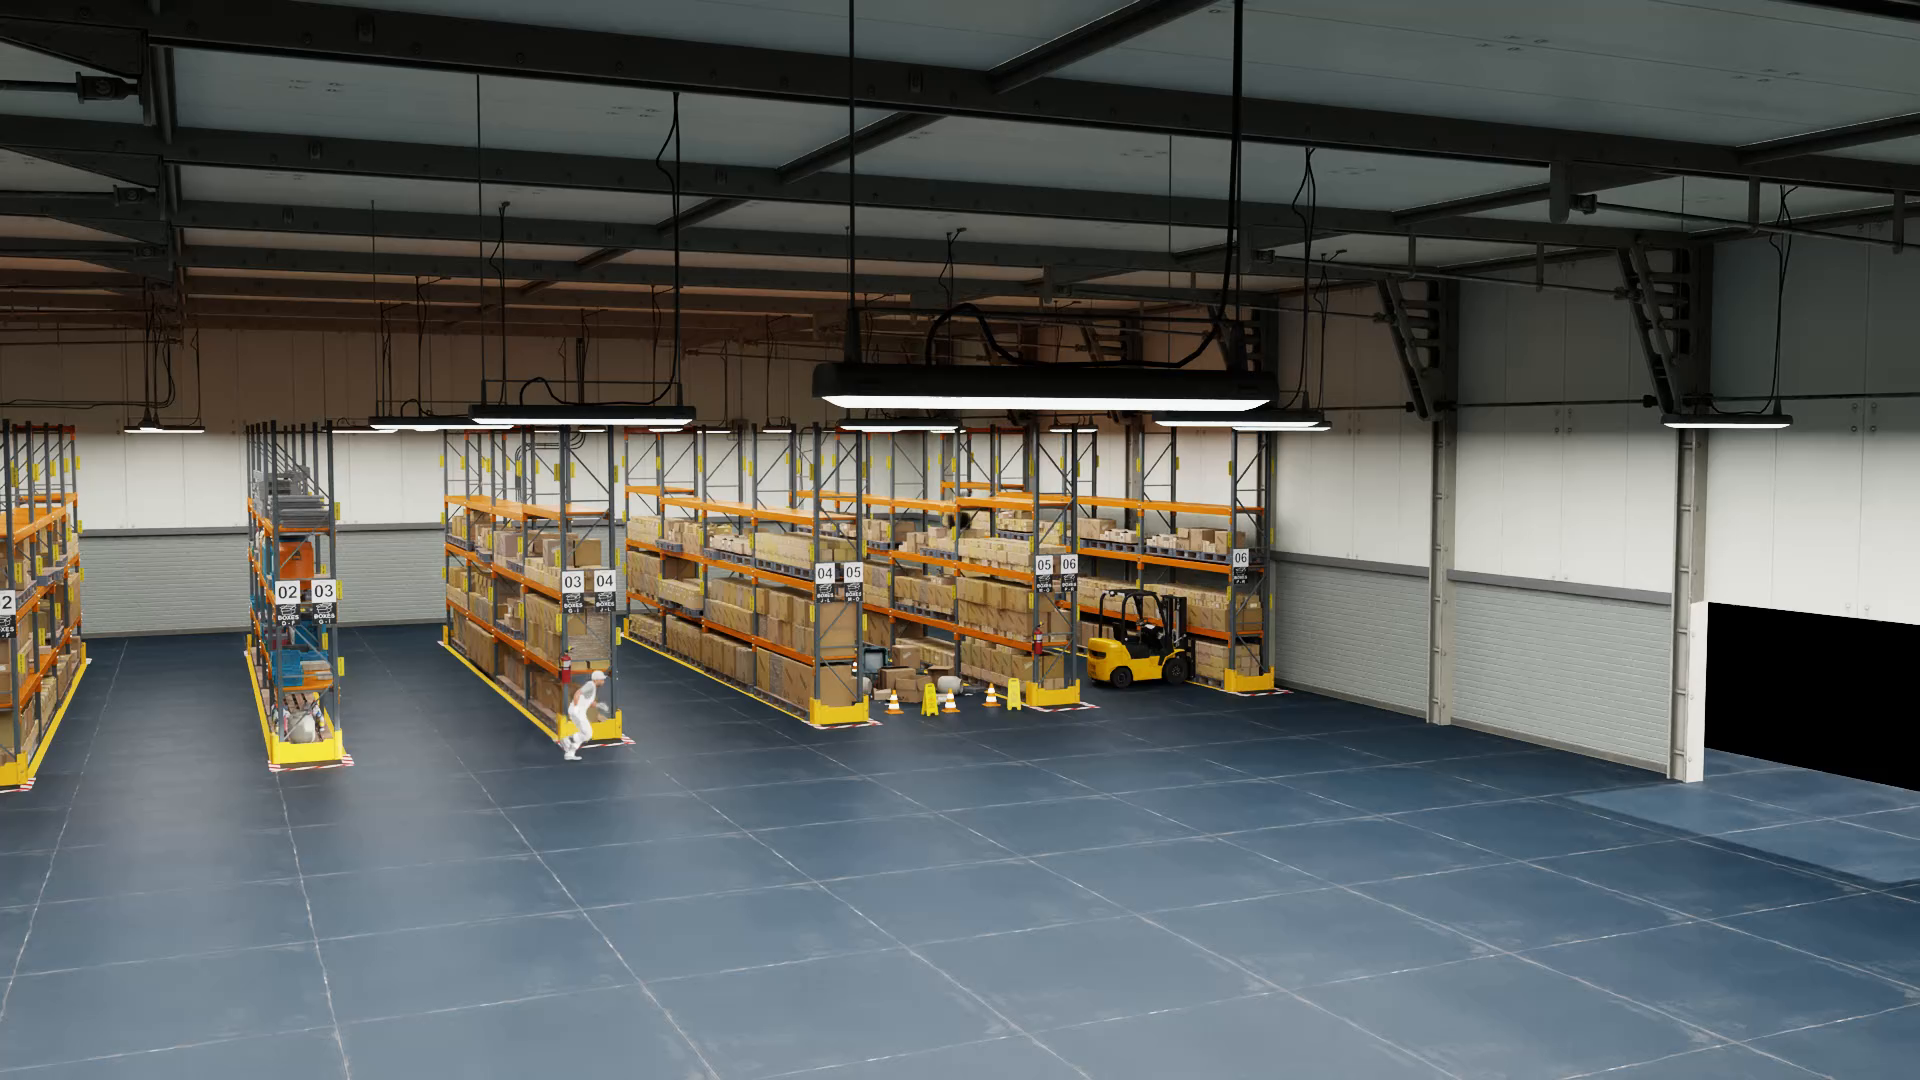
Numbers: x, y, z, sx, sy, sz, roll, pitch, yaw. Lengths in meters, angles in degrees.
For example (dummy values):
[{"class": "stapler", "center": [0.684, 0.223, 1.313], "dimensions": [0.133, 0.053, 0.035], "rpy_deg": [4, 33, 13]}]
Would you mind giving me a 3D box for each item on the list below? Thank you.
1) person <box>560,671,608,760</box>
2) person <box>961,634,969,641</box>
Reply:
[{"class": "person", "center": [-6.632, 3.101, 29.289], "dimensions": [0.837, 1.592, 0.699], "rpy_deg": [0, 4, -4]}, {"class": "person", "center": [0.193, 2.086, 45.215], "dimensions": [0.578, 1.643, 0.619], "rpy_deg": [3, 5, 44]}]
